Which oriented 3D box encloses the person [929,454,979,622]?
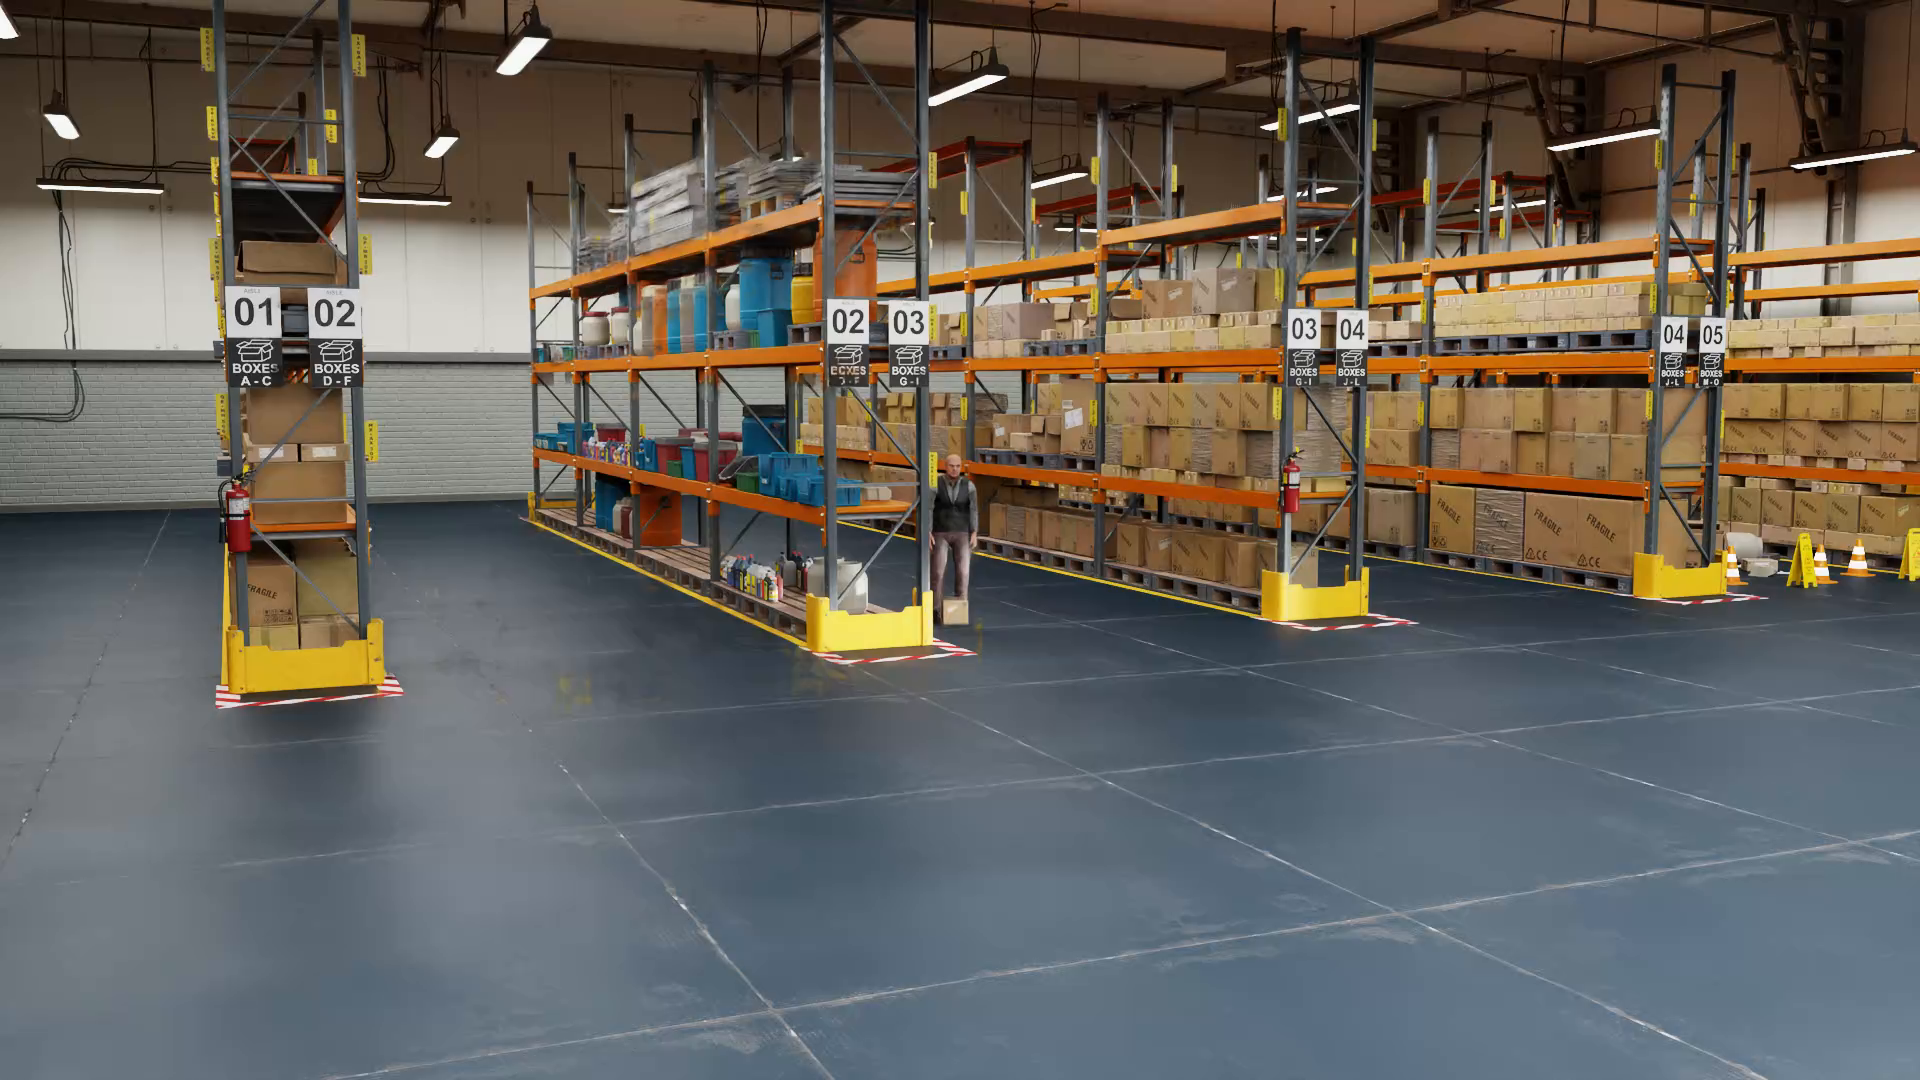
[{"bbox_3d":[-0.087,-0.026,17.154,0.571,1.721,0.474,-1,5,-7],"label":"person"}]
